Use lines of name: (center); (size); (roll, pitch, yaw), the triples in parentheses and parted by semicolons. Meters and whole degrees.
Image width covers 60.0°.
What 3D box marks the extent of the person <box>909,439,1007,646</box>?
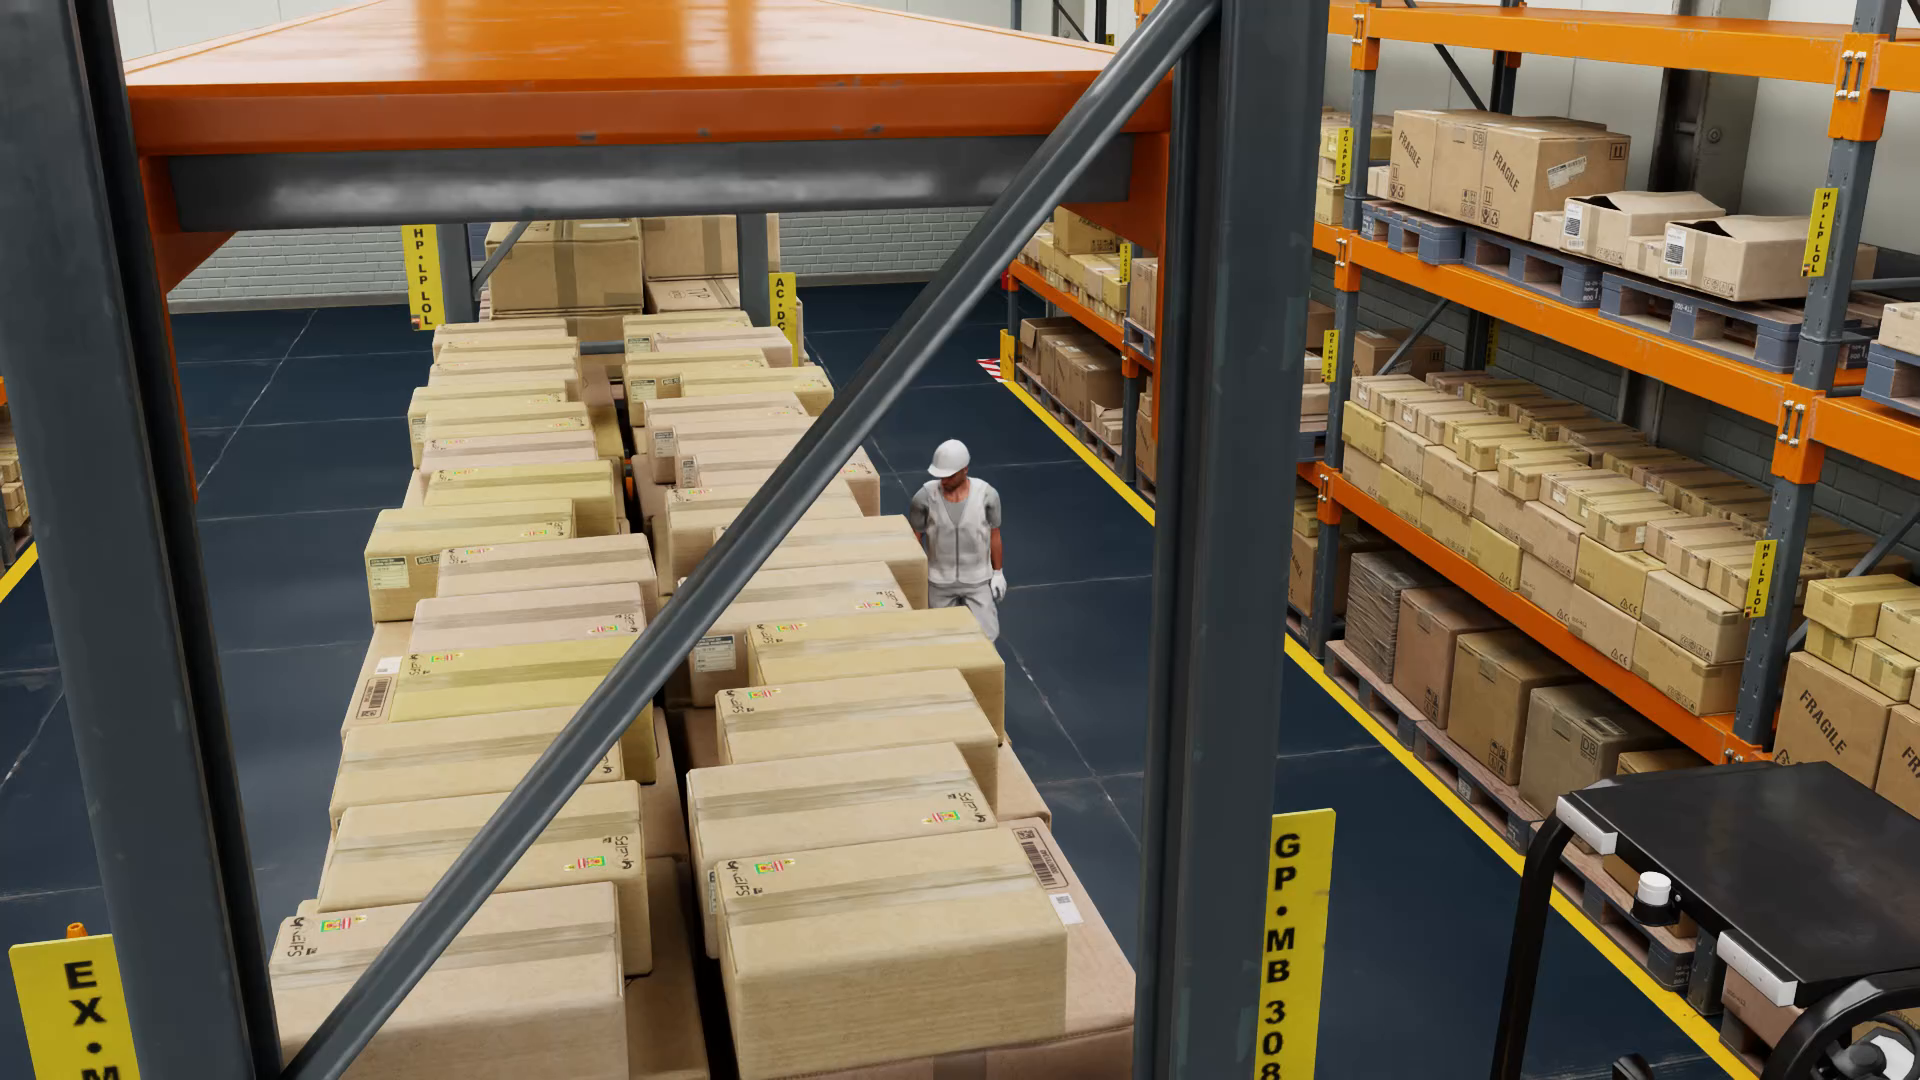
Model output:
person: (-0.018, 0.308, 9.663); (0.597, 1.822, 0.506); (0, 19, -1)
